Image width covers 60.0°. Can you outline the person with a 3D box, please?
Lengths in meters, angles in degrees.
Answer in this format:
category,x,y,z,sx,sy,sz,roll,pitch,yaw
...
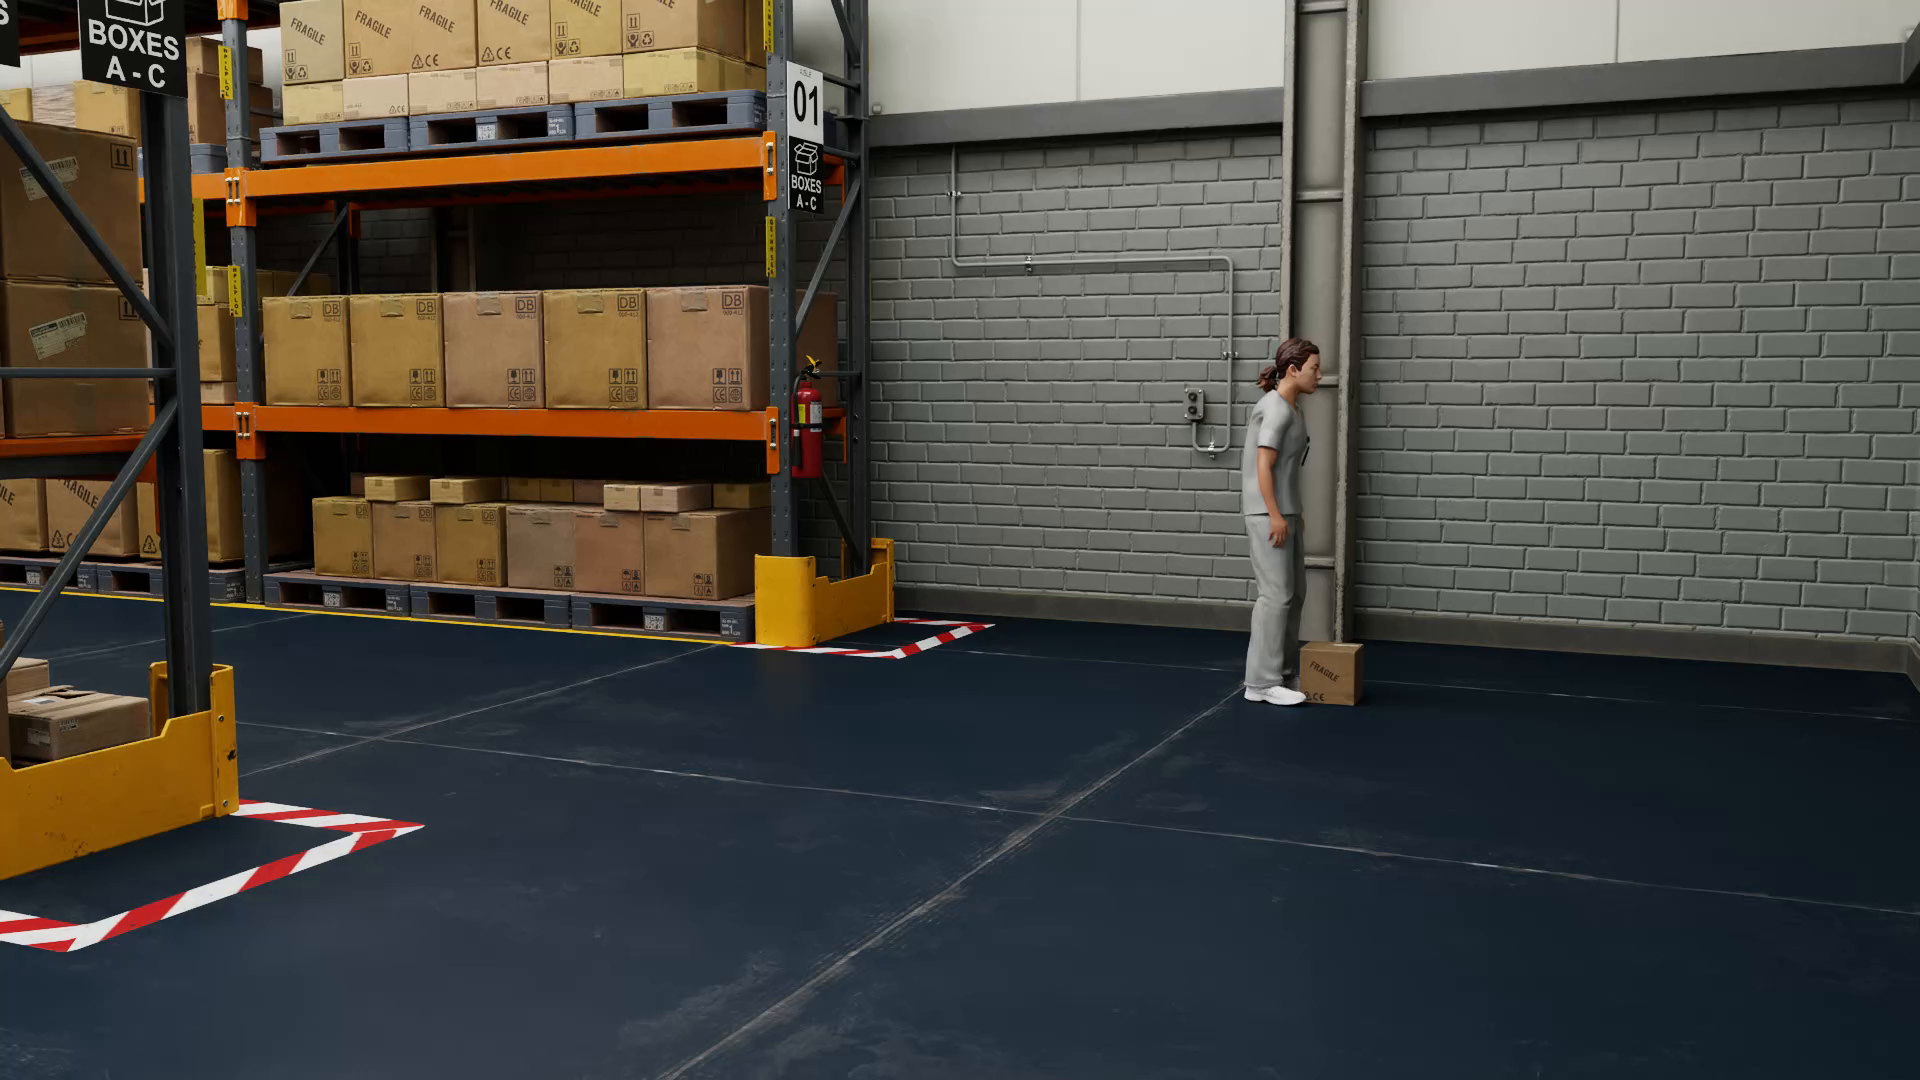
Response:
category,x,y,z,sx,sy,sz,roll,pitch,yaw
person,1.496,-0.099,7.743,0.352,1.673,0.494,2,6,23
